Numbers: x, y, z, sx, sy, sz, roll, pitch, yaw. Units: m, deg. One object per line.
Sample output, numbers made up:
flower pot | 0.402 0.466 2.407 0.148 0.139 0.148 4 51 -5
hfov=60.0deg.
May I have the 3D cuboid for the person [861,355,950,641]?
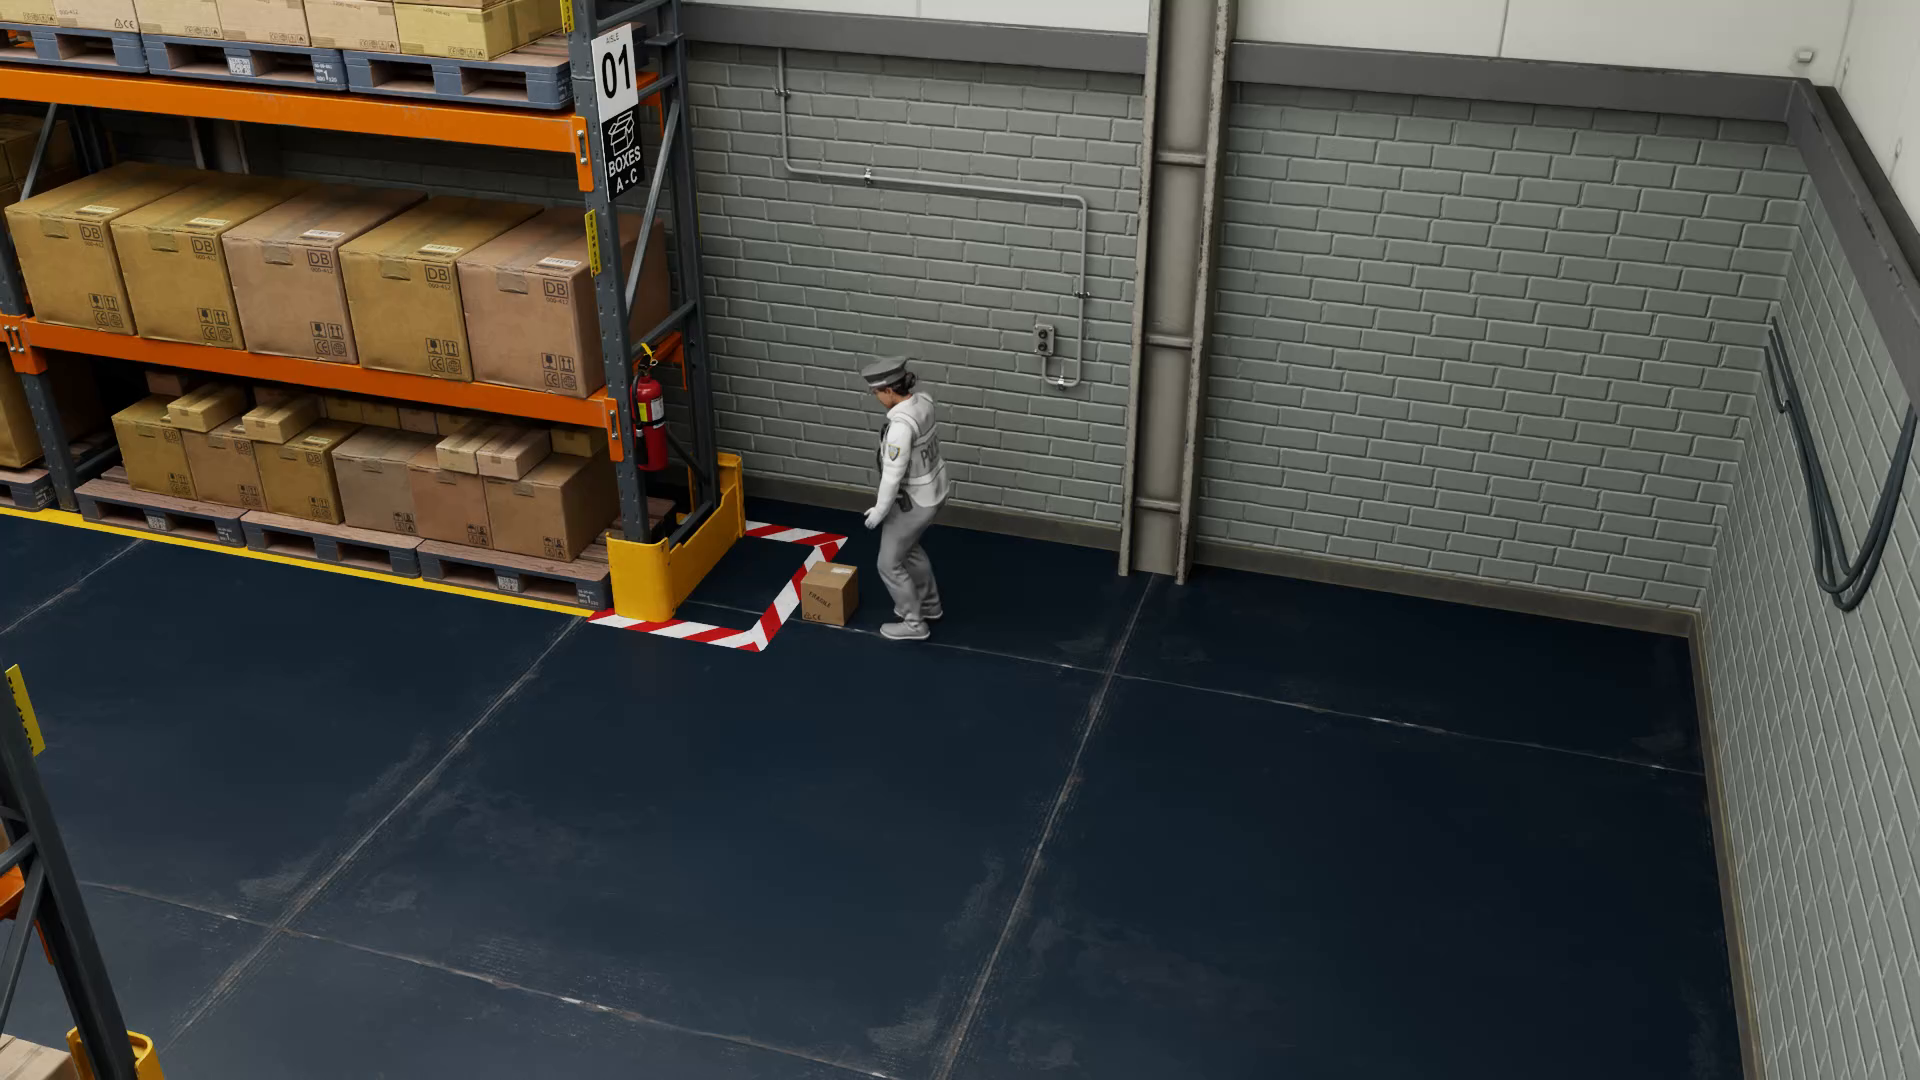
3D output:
person | -0.296 -0.213 8.929 0.446 1.626 0.500 9 31 16
